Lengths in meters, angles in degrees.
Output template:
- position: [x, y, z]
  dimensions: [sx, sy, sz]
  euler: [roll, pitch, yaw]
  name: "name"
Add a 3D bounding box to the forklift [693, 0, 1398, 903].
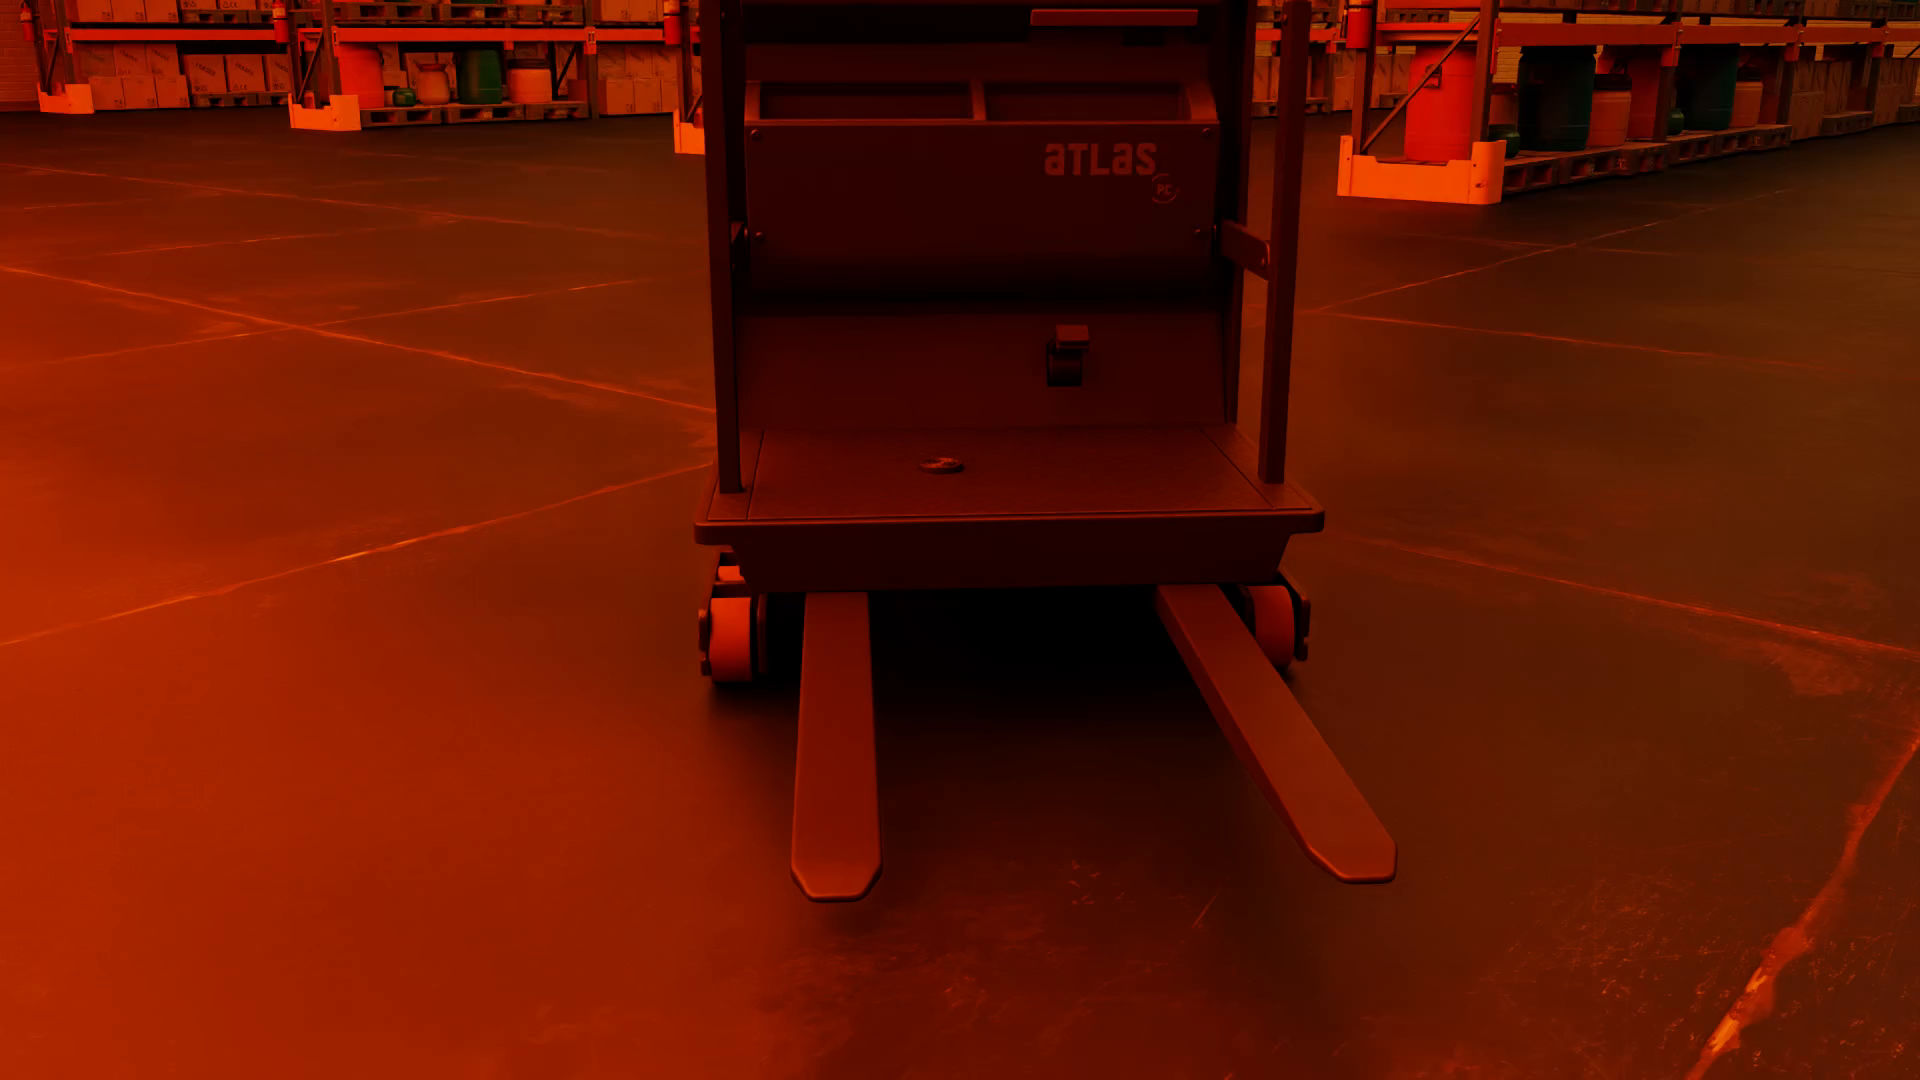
- position: [0.060, -1.234, 2.963]
  dimensions: [1.130, 2.935, 3.031]
  euler: [-1, 17, -4]
  name: "forklift"
